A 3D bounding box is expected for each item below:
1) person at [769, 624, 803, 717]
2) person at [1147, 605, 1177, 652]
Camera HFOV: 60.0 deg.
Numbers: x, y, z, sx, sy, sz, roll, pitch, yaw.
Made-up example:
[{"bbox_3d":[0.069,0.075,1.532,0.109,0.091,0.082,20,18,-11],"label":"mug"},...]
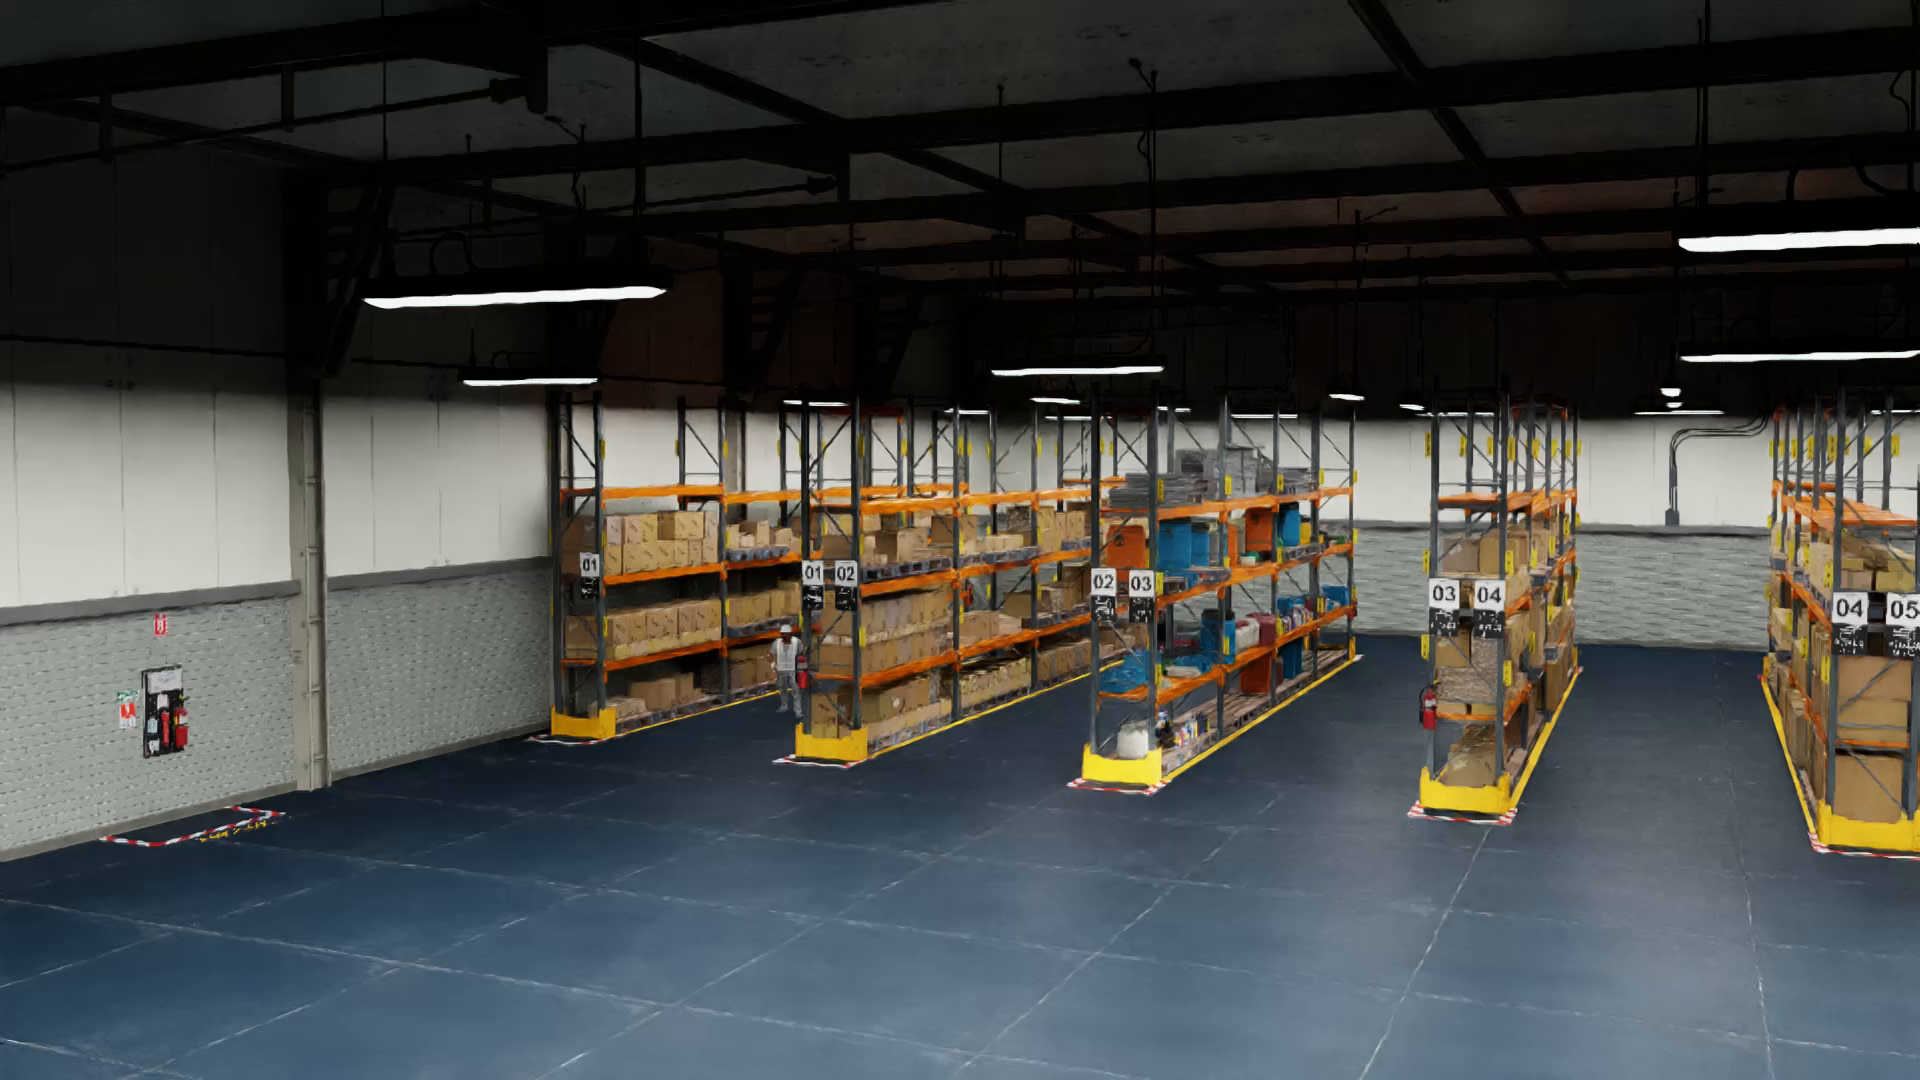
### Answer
[{"bbox_3d":[-3.207,2.419,31.091,0.701,1.718,0.849,0,3,7],"label":"person"},{"bbox_3d":[4.410,2.166,36.356,0.677,1.674,0.534,1,3,21],"label":"person"}]
